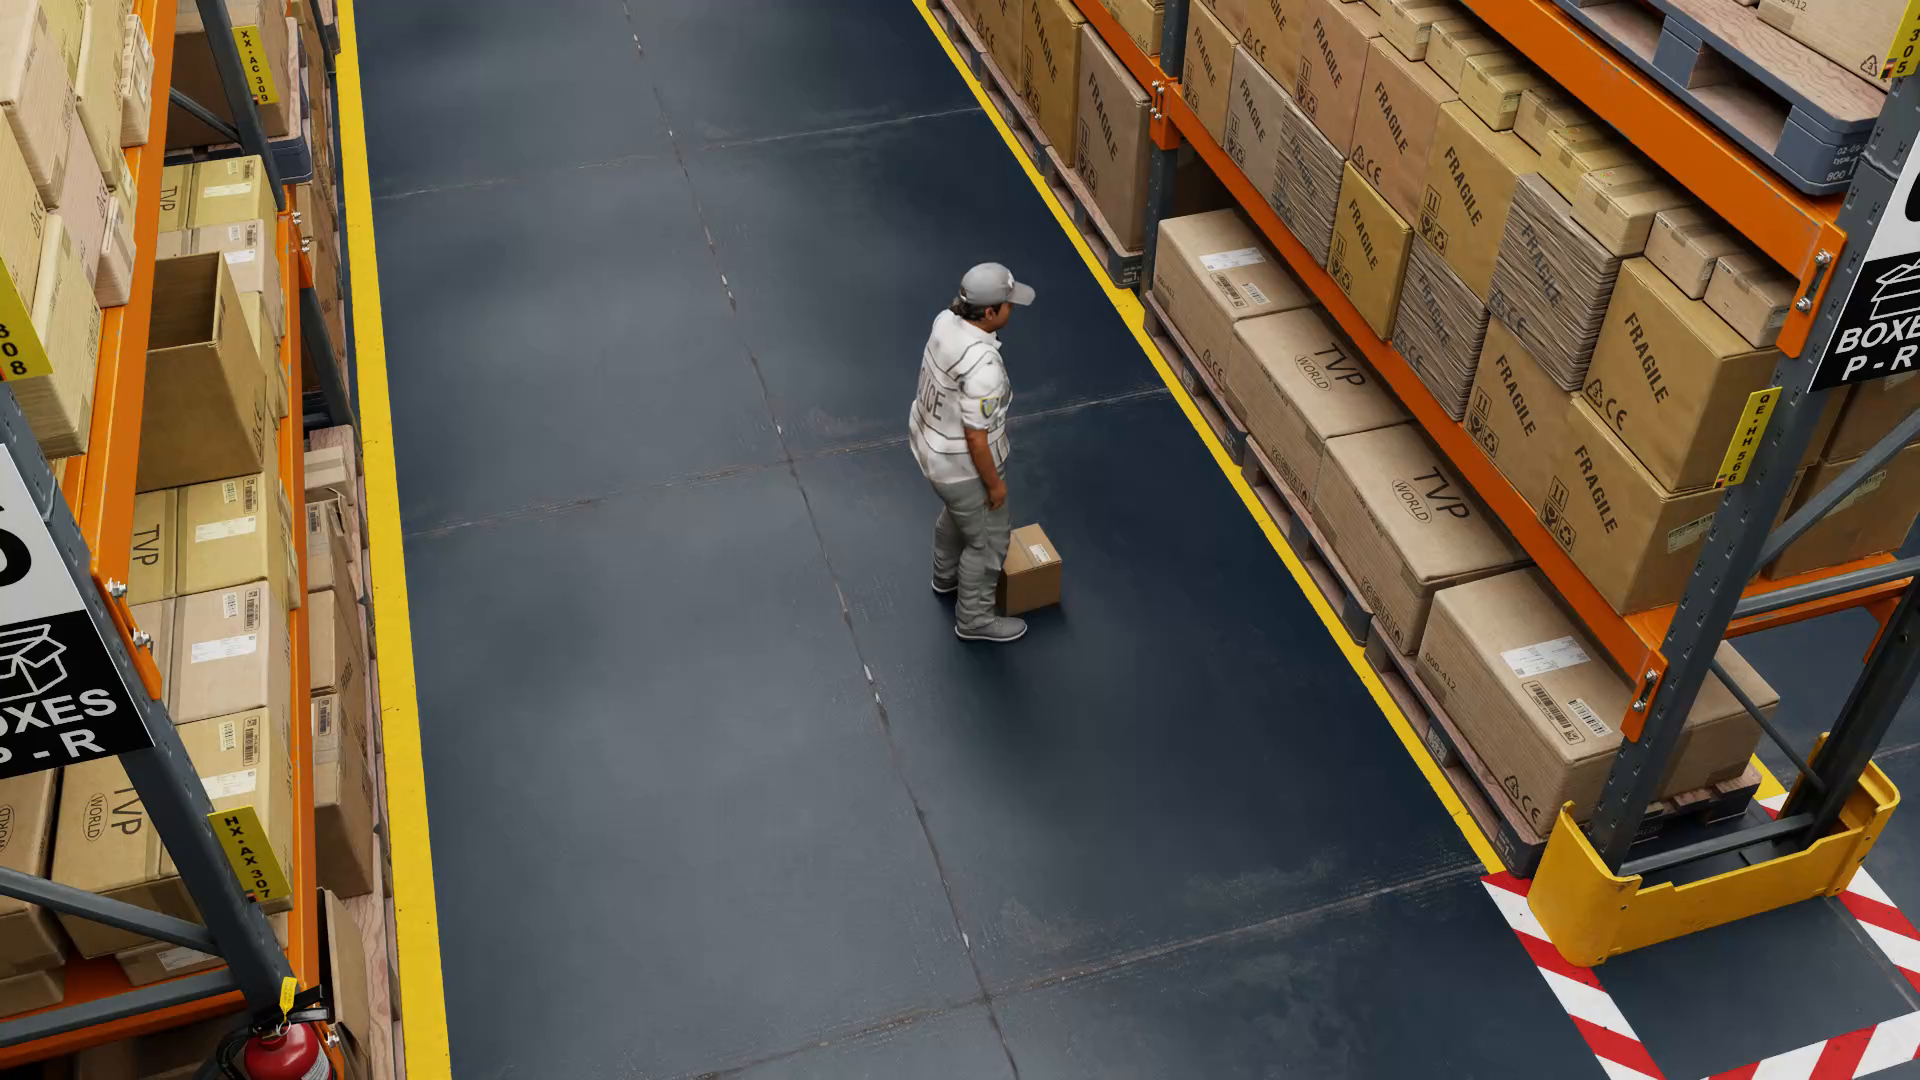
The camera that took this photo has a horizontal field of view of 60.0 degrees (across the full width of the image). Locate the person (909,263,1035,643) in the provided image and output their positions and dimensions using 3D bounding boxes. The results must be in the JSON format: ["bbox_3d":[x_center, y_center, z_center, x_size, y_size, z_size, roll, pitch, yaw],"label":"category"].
[{"bbox_3d":[0.055,-0.344,6.530,0.466,1.666,0.538,-12,44,-13],"label":"person"}]
